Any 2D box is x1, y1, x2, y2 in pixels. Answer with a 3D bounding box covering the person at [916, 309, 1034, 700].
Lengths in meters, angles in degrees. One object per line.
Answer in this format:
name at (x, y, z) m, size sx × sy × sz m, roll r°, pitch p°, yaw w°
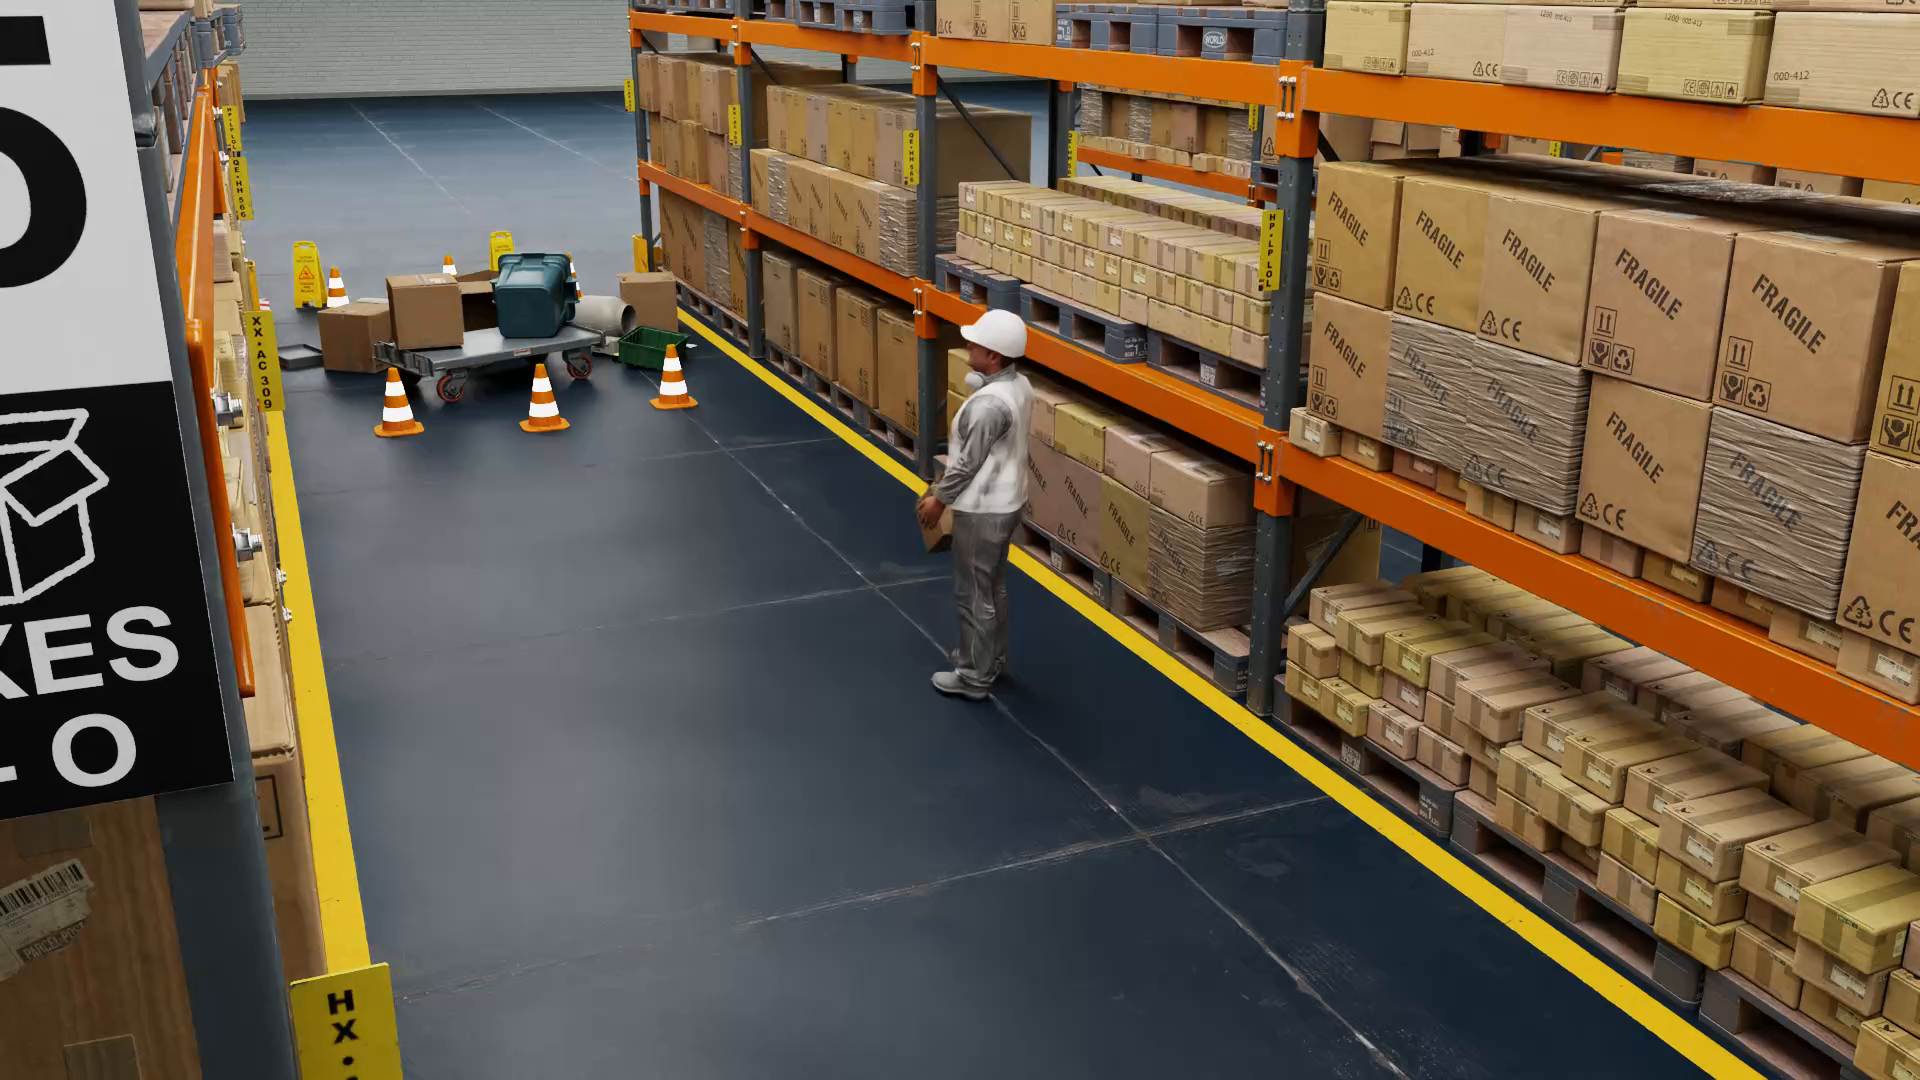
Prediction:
person at (0.074, -0.164, 7.473) m, size 0.474 × 1.777 × 0.581 m, roll 5°, pitch 19°, yaw 15°
